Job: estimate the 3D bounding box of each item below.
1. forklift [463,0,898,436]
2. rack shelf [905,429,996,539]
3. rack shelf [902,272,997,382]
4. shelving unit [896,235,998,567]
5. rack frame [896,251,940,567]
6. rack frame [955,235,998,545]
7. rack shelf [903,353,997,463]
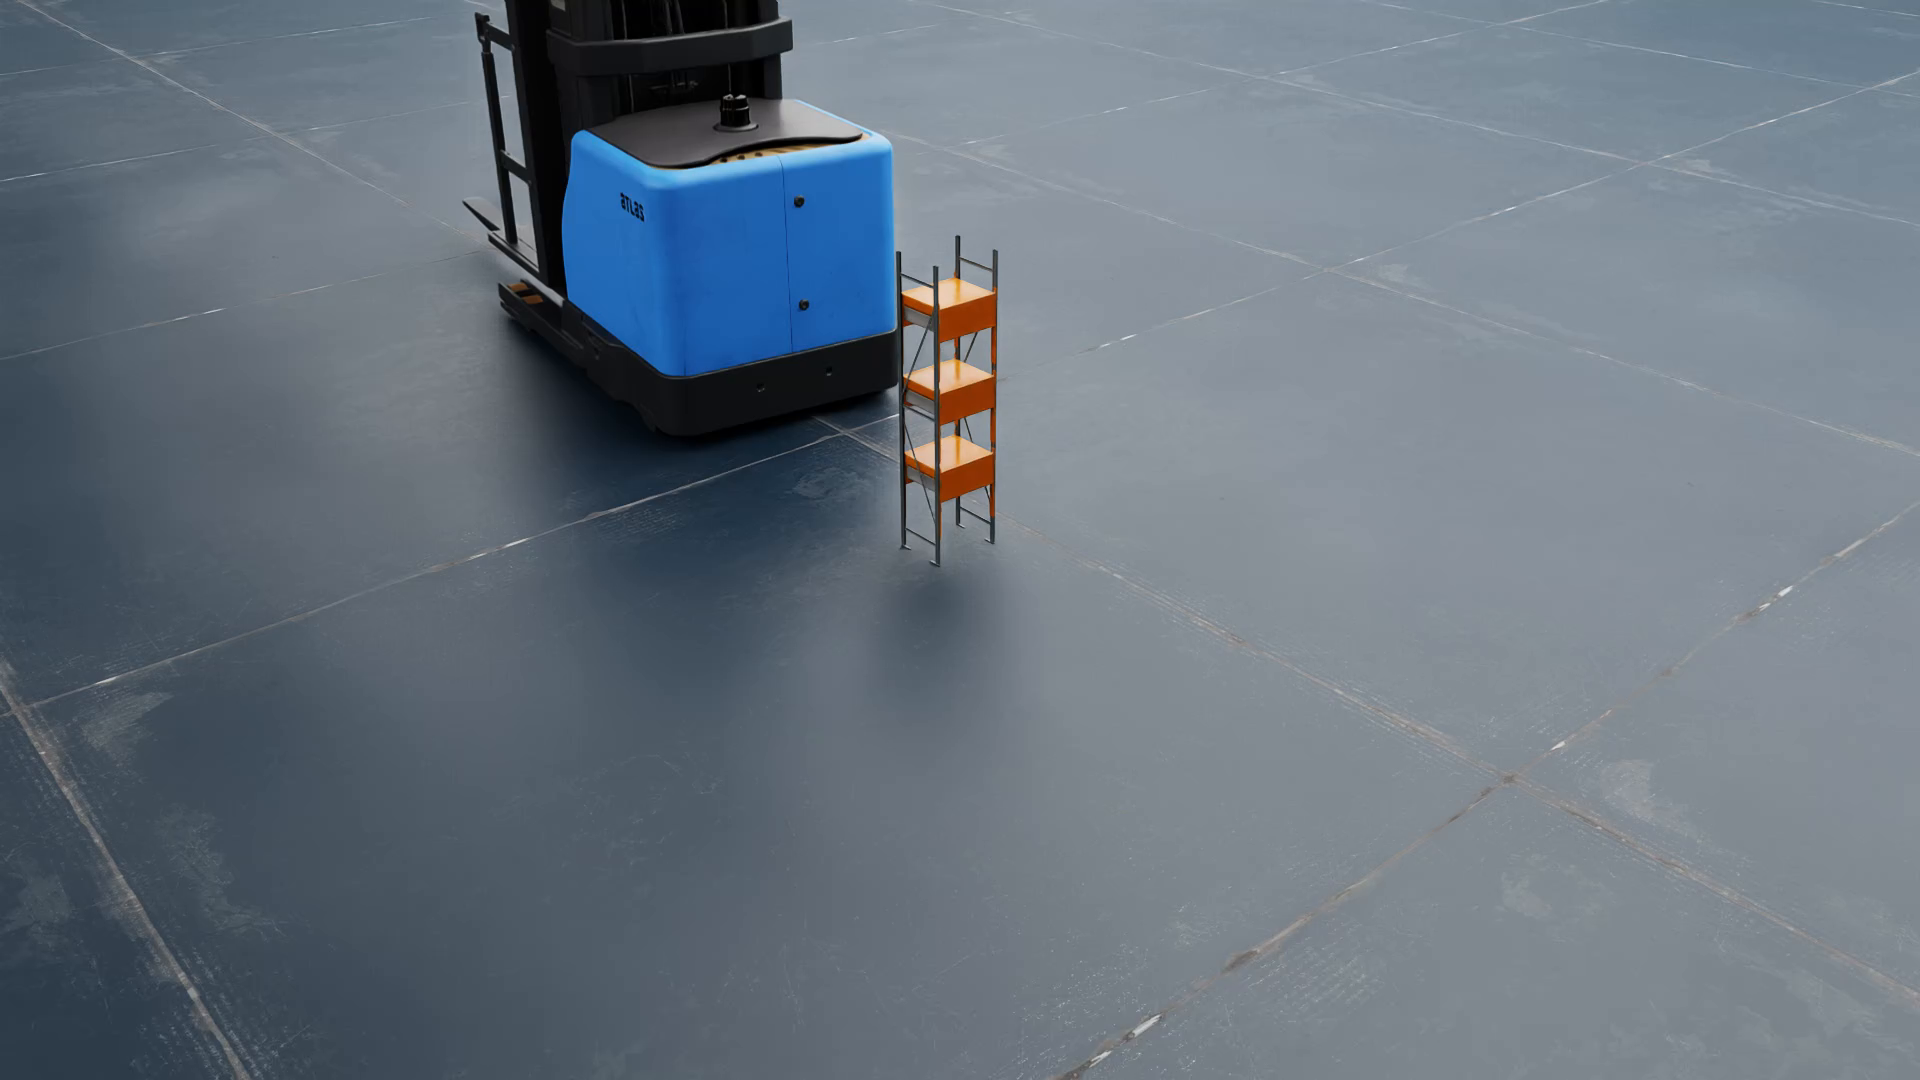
[{"bbox_3d":[-1.460,-2.338,7.015,1.130,2.935,3.031,-17,32,-28],"label":"forklift"},{"bbox_3d":[-0.041,-0.192,5.608,0.240,0.259,0.215,-22,35,-35],"label":"rack shelf"},{"bbox_3d":[-0.041,-0.688,5.343,0.240,0.259,0.215,-22,35,-35],"label":"rack shelf"},{"bbox_3d":[-0.041,-0.447,5.472,0.252,1.050,0.215,-22,35,-35],"label":"shelving unit"},{"bbox_3d":[-0.134,-0.409,5.402,0.008,1.050,0.200,-22,35,-35],"label":"rack frame"},{"bbox_3d":[0.052,-0.484,5.542,0.008,1.050,0.200,-22,35,-35],"label":"rack frame"},{"bbox_3d":[-0.041,-0.437,5.477,0.240,0.259,0.215,-22,35,-35],"label":"rack shelf"}]
